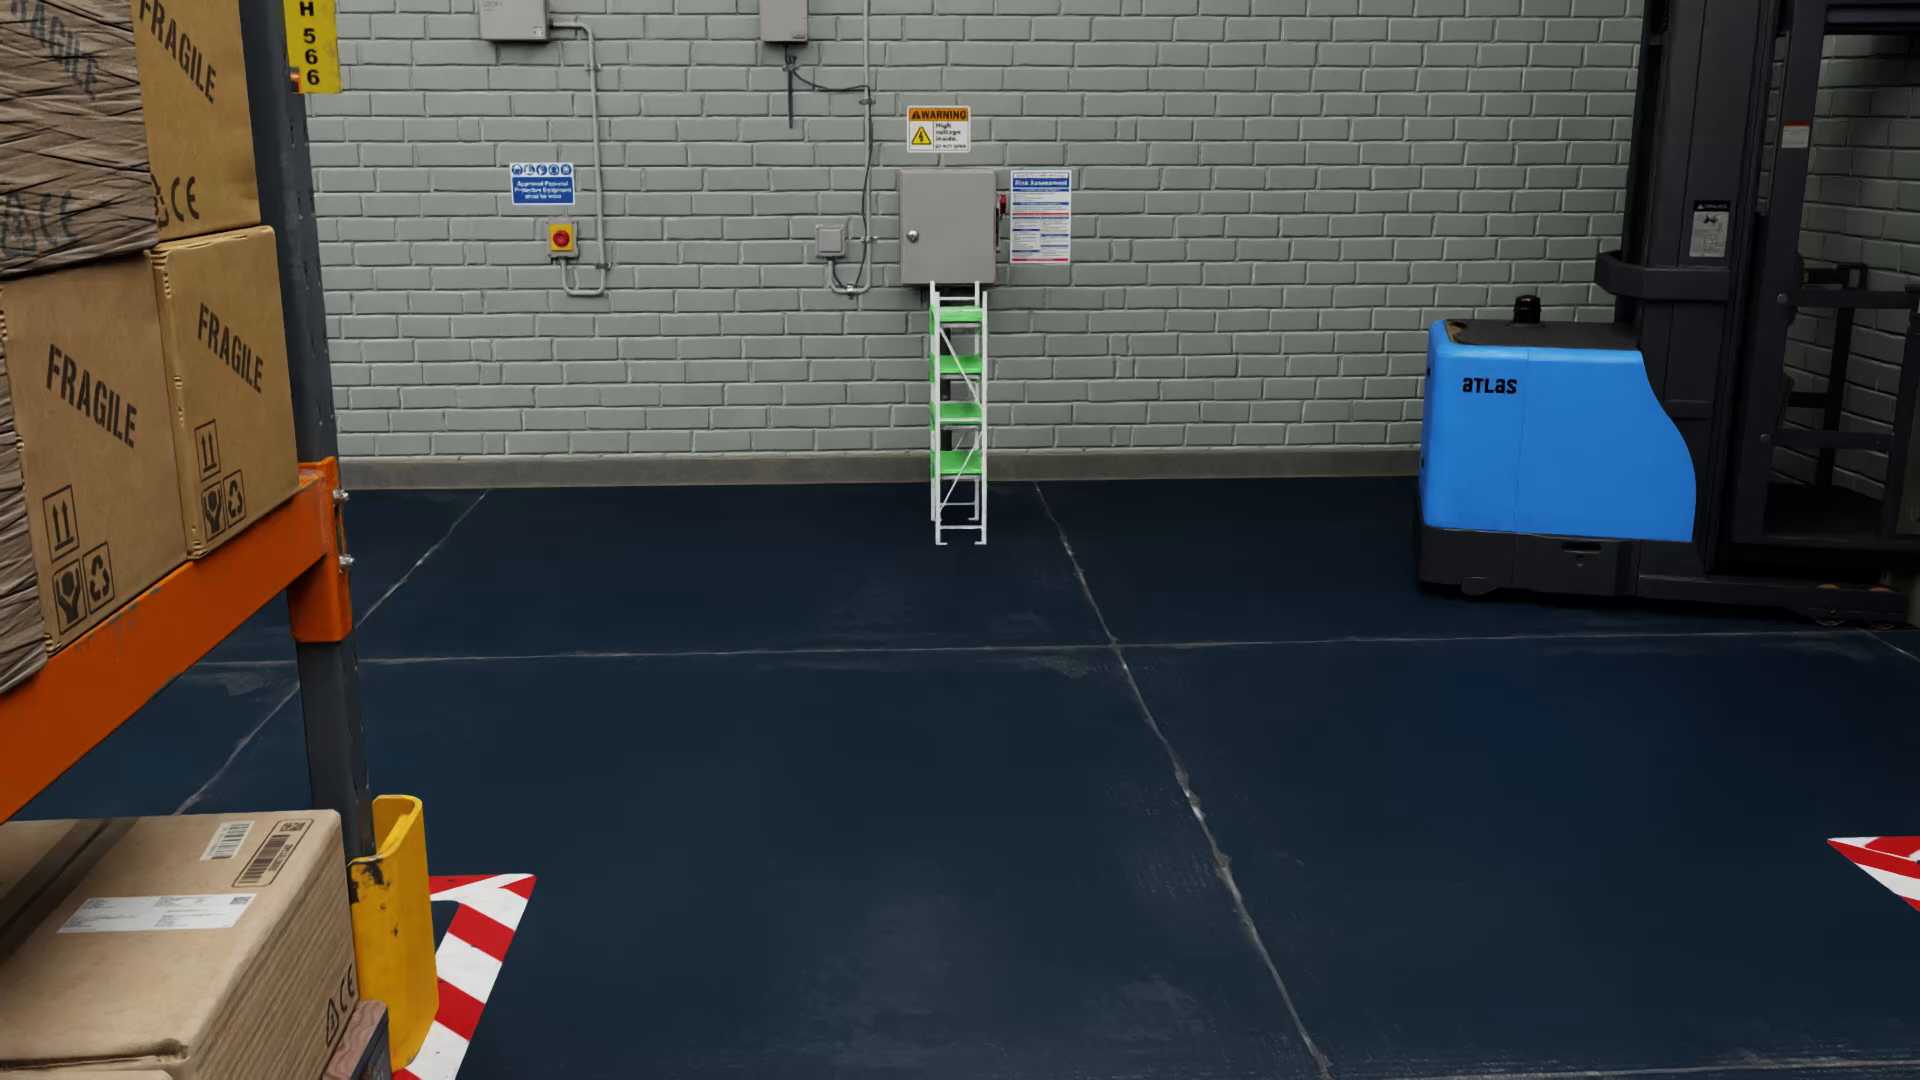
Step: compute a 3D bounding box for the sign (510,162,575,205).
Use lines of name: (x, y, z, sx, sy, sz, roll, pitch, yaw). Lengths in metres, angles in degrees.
sign: (-2.203, -1.881, 8.773, 0.327, 0.218, 0.001, -1, 14, -3)

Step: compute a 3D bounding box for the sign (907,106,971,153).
sign: (-0.113, -2.182, 8.830, 0.339, 0.242, 0.001, -1, 14, -3)

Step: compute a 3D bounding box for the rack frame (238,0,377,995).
rack frame: (-1.778, -0.333, 3.302, 1.000, 3.000, 0.127, -1, 14, -3)

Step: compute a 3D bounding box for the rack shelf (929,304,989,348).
rack shelf: (-0.010, -1.025, 7.933, 0.258, 0.148, 0.480, -1, 14, -3)

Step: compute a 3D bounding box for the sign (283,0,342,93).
sign: (-1.236, -1.014, 3.147, 0.100, 0.325, 0.005, -1, 14, -3)

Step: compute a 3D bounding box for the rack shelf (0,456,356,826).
rack shelf: (-1.654, 0.513, 1.458, 1.077, 0.370, 4.000, -1, 14, -3)

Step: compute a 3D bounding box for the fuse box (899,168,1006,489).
fuse box: (-0.045, -1.107, 8.896, 0.539, 1.711, 0.414, -1, 14, -3)

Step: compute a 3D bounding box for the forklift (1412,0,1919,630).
forklift: (3.530, -1.208, 6.840, 3.031, 2.935, 1.130, 3, 15, 13)

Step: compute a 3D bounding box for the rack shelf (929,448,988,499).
rack shelf: (-0.010, -0.328, 8.113, 0.258, 0.148, 0.480, -1, 14, -3)

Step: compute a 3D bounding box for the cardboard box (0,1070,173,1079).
cardboard box: (-1.573, 1.094, 2.053, 0.875, 0.438, 0.875, 0, 14, -2)

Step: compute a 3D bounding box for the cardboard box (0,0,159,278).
cardboard box: (-1.449, -0.620, 2.210, 0.500, 0.500, 0.500, -1, 14, -3)

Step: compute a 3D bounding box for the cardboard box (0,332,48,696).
cardboard box: (-1.427, -0.013, 1.856, 0.500, 0.500, 0.500, 0, 14, -2)

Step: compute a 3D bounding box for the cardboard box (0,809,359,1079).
cardboard box: (-1.638, 0.867, 2.937, 0.875, 0.438, 0.875, -1, 14, -5)

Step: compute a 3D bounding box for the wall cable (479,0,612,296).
wall cable: (-2.151, -2.242, 8.620, 0.585, 1.953, 0.123, -1, 14, -3)

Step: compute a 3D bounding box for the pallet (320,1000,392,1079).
pallet: (-1.651, 1.215, 2.881, 1.003, 0.211, 1.213, -1, 14, -3)

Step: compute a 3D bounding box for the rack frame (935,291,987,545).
rack frame: (0.005, -0.562, 7.801, 0.240, 1.200, 0.015, -1, 14, -3)

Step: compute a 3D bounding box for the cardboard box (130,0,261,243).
cardboard box: (-1.511, -0.750, 2.713, 0.500, 0.500, 0.500, 0, 14, -2)

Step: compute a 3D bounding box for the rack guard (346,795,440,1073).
rack guard: (-1.780, 0.871, 3.637, 1.175, 0.500, 0.348, -1, 14, -3)

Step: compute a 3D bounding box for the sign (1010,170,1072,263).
sign: (0.435, -1.745, 8.978, 0.329, 0.494, 0.001, -1, 14, -3)

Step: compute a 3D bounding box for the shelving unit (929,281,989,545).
shelving unit: (-0.010, -0.622, 8.037, 0.258, 1.200, 0.503, -1, 14, -3)

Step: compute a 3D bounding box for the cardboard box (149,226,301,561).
cardboard box: (-1.484, -0.266, 2.839, 0.500, 0.500, 0.500, -1, 14, -3)

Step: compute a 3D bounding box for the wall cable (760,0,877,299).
wall cable: (-0.736, -2.252, 8.721, 0.588, 1.984, 0.122, -1, 14, -3)

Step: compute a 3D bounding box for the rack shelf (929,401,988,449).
rack shelf: (-0.010, -0.560, 8.053, 0.258, 0.148, 0.480, -1, 14, -3)

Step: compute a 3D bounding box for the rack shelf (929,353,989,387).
rack shelf: (-0.010, -0.793, 7.993, 0.258, 0.148, 0.480, -1, 14, -3)

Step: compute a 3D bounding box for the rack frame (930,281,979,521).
rack frame: (-0.025, -0.683, 8.273, 0.240, 1.200, 0.015, -1, 14, -3)

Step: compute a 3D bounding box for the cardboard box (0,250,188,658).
cardboard box: (-1.468, -0.141, 2.353, 0.500, 0.500, 0.500, -1, 14, -5)
